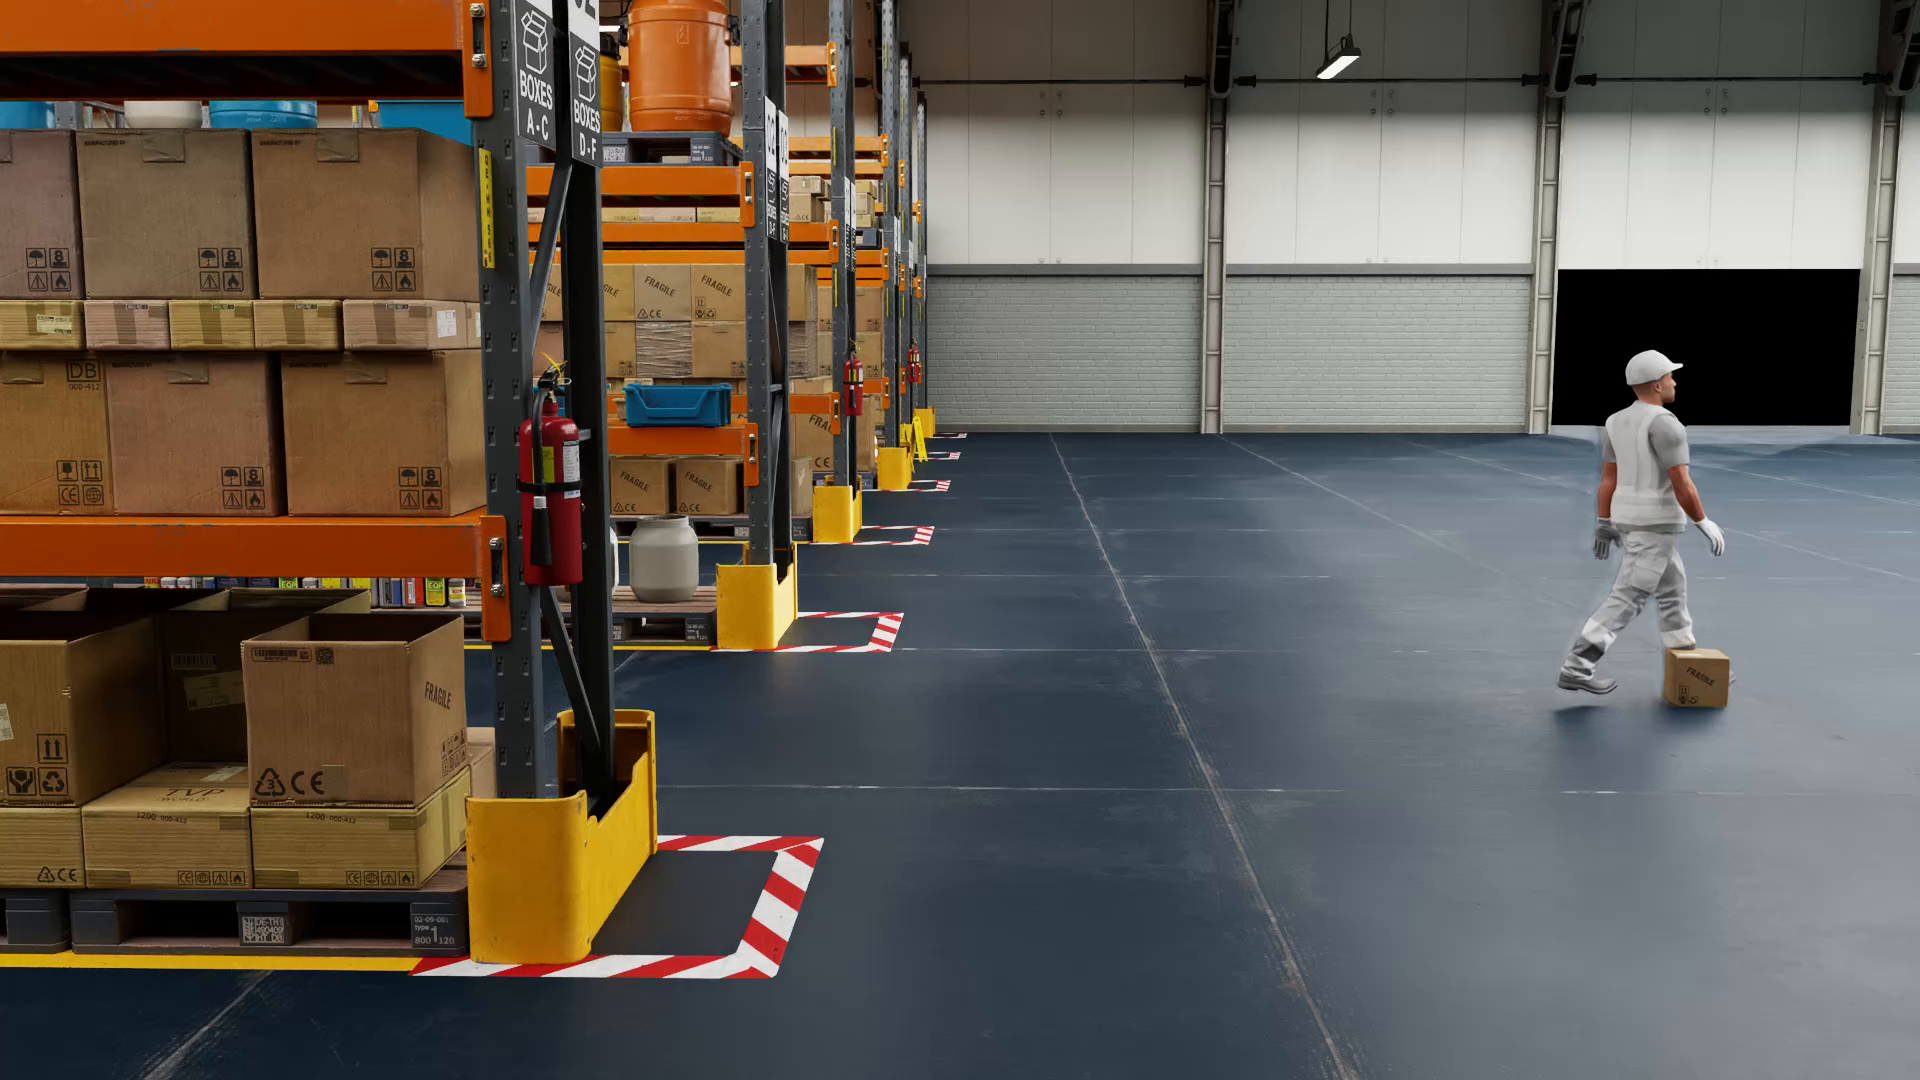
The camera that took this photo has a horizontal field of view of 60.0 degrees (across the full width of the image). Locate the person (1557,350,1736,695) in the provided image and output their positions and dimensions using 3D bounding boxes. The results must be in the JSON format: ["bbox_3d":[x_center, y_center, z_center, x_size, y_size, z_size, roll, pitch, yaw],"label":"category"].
[{"bbox_3d":[3.498,-0.070,8.321,1.023,1.750,0.553,0,7,-4],"label":"person"}]
